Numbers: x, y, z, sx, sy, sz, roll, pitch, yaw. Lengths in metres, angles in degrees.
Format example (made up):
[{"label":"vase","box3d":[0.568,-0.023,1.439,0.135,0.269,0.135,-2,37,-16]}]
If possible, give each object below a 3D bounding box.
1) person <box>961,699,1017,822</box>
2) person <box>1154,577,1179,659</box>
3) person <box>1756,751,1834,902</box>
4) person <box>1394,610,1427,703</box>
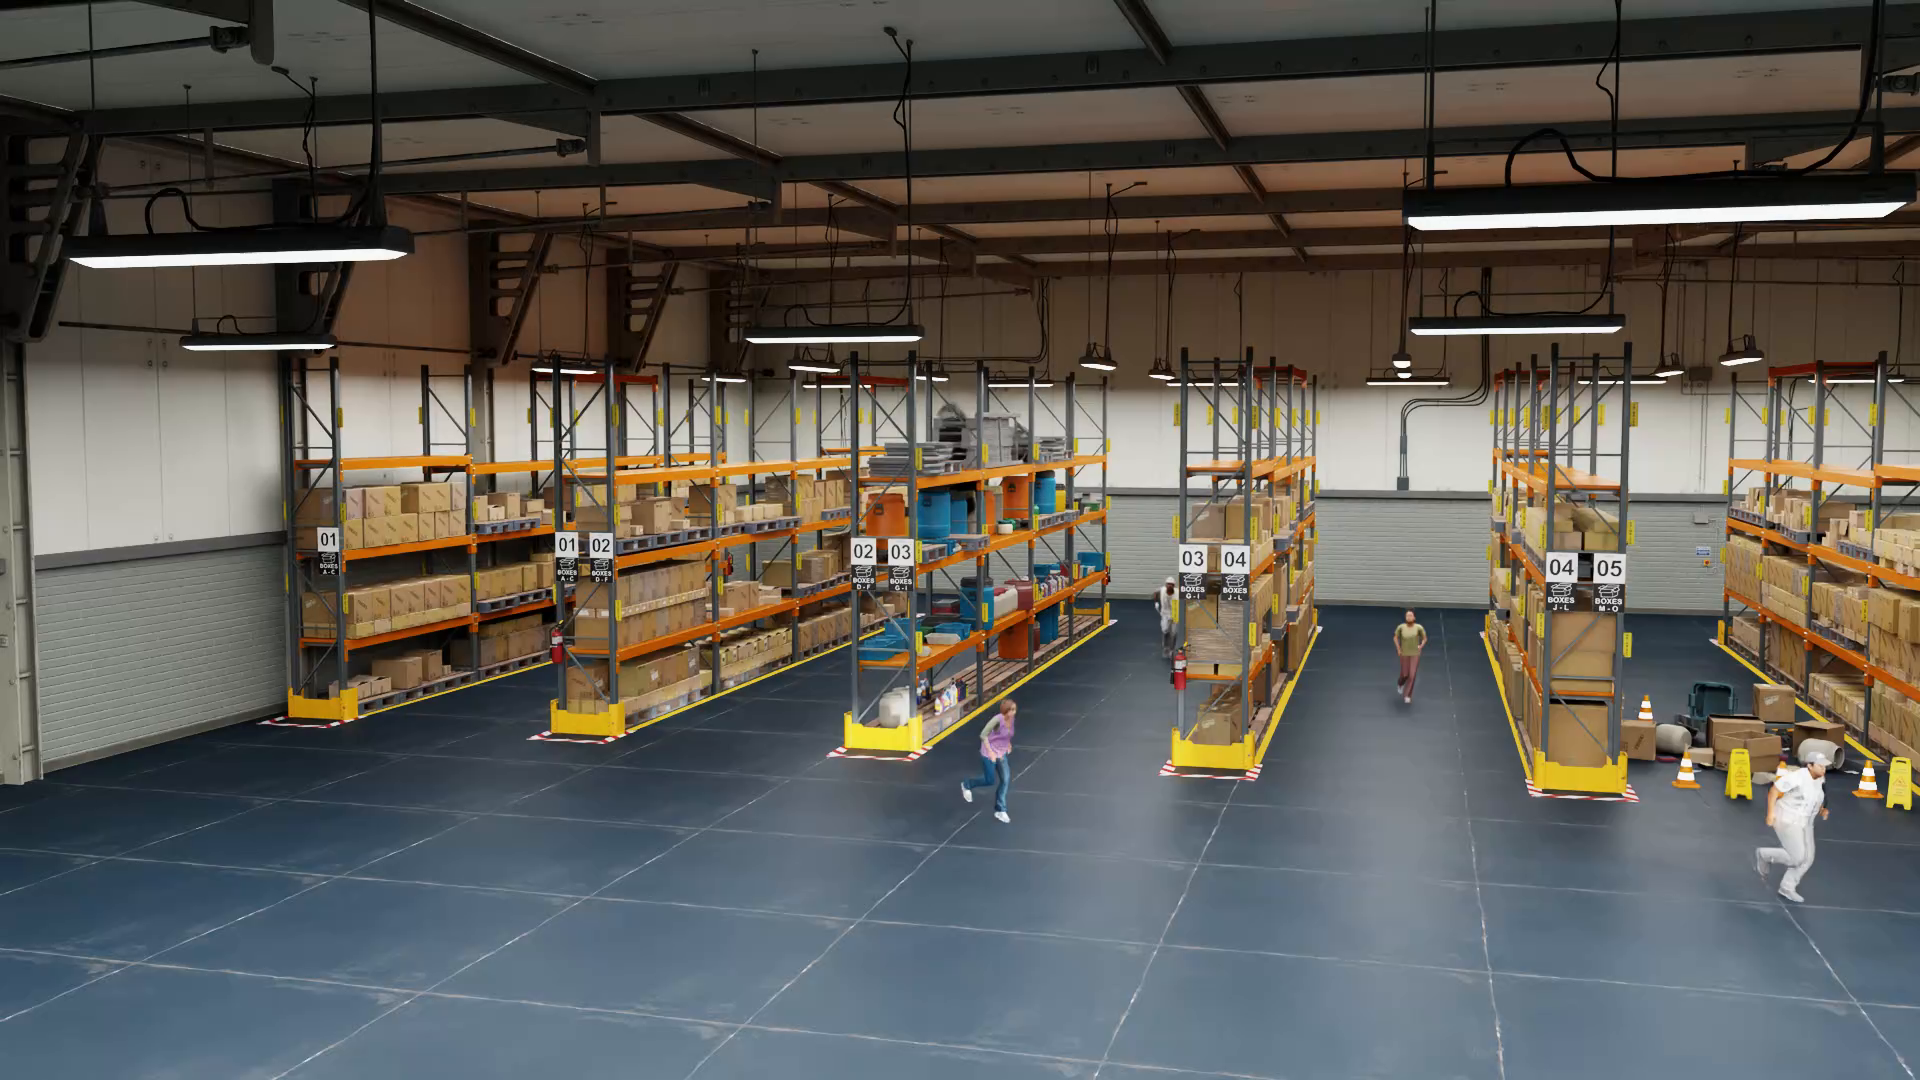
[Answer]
[{"label":"person","box3d":[0.365,2.727,20.891,0.868,1.548,0.550,3,5,37]},{"label":"person","box3d":[4.341,1.599,34.390,0.667,1.710,0.915,0,4,6]},{"label":"person","box3d":[8.708,2.960,17.338,0.599,1.604,0.763,-3,5,-31]},{"label":"person","box3d":[7.951,2.040,29.358,0.573,1.639,0.584,1,4,13]}]
